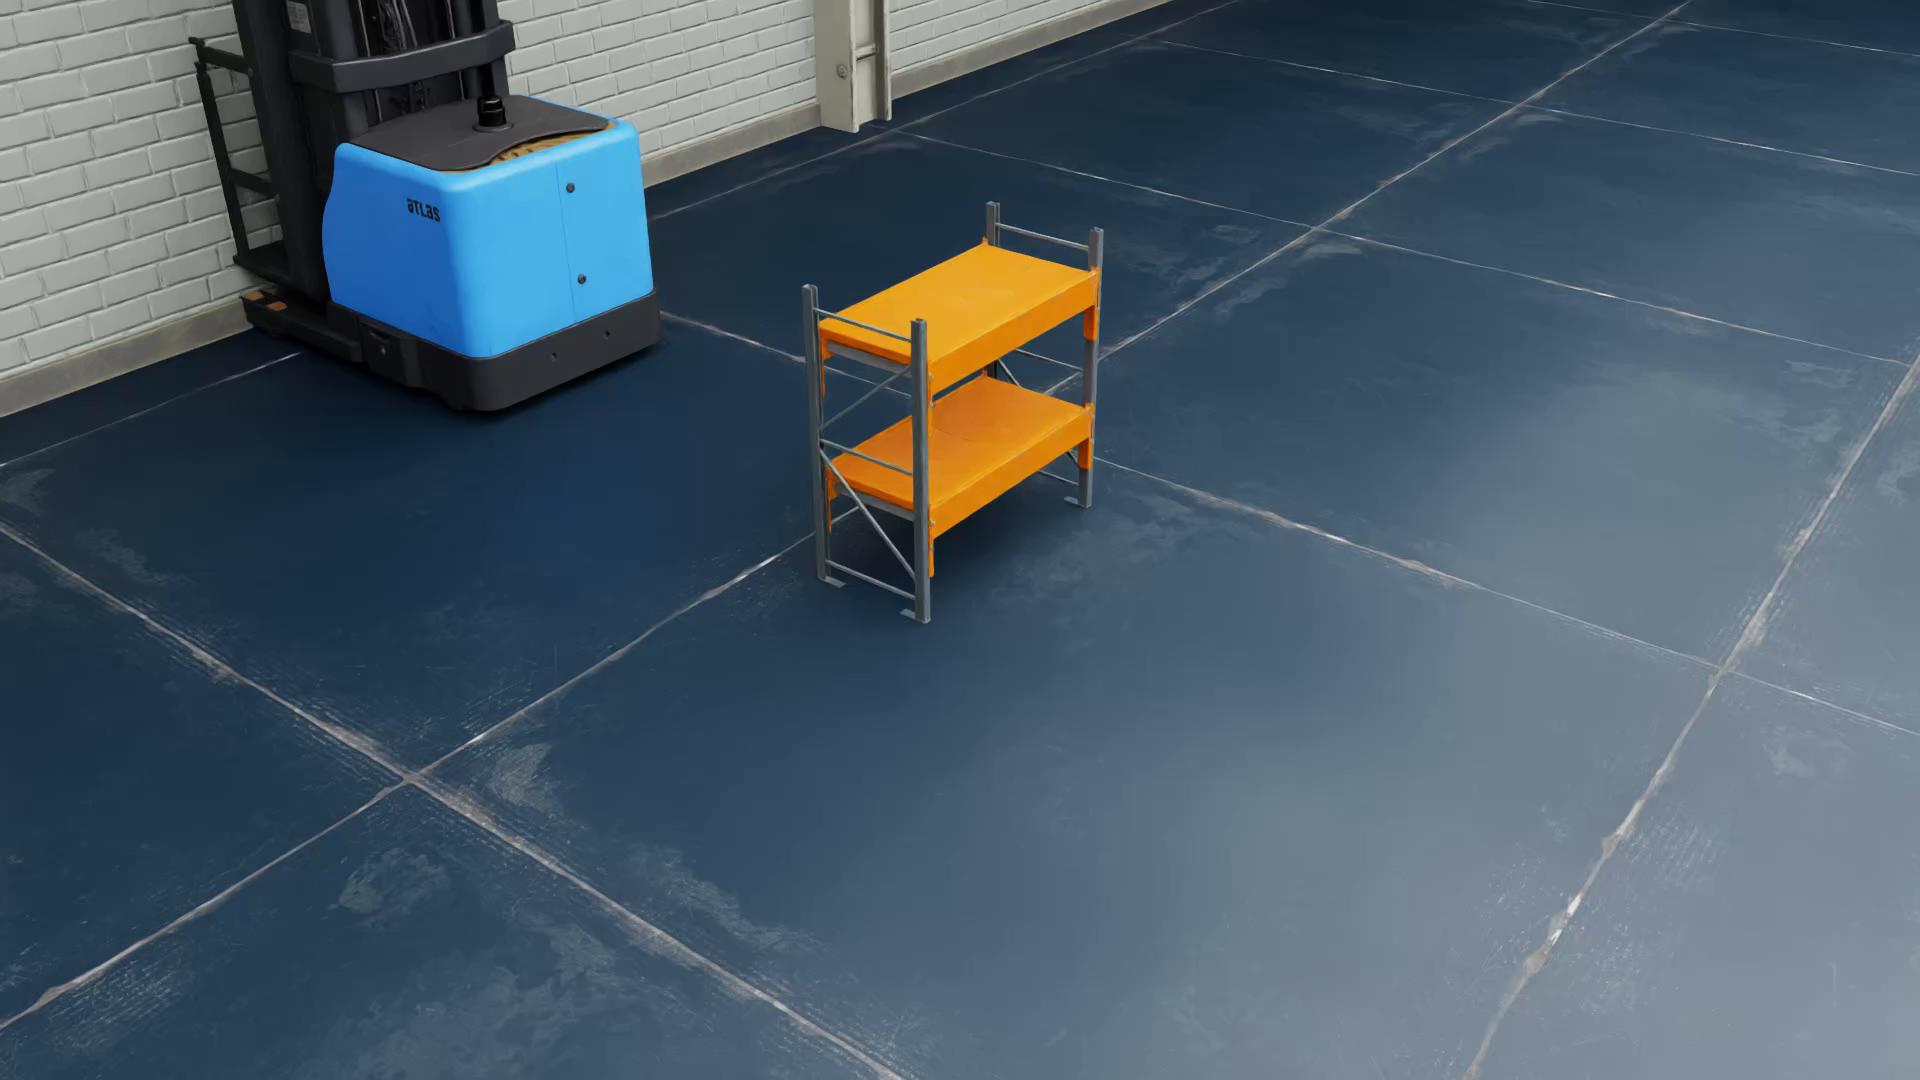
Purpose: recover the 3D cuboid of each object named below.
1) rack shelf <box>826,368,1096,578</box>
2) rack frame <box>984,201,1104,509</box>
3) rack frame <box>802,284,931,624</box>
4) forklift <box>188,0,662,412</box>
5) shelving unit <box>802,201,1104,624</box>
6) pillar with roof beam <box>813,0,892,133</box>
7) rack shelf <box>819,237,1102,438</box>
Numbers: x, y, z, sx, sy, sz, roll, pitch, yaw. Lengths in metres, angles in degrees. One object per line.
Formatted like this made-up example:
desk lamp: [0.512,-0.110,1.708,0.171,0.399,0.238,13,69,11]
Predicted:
rack shelf: [-0.004,-0.271,6.083,0.538,0.278,1.000,21,37,31]
rack frame: [0.303,-0.688,6.307,0.500,1.125,0.032,21,37,31]
rack frame: [-0.311,-0.275,5.610,0.500,1.125,0.032,21,37,31]
forklift: [-2.848,-2.409,7.440,3.031,2.935,1.130,22,37,32]
shelving unit: [-0.004,-0.481,5.959,0.538,1.125,1.048,21,37,31]
pillar with roof beam: [2.747,-5.281,6.334,9.100,9.000,0.400,21,37,31]
rack shelf: [-0.004,-0.733,5.809,0.538,0.278,1.000,21,37,31]
